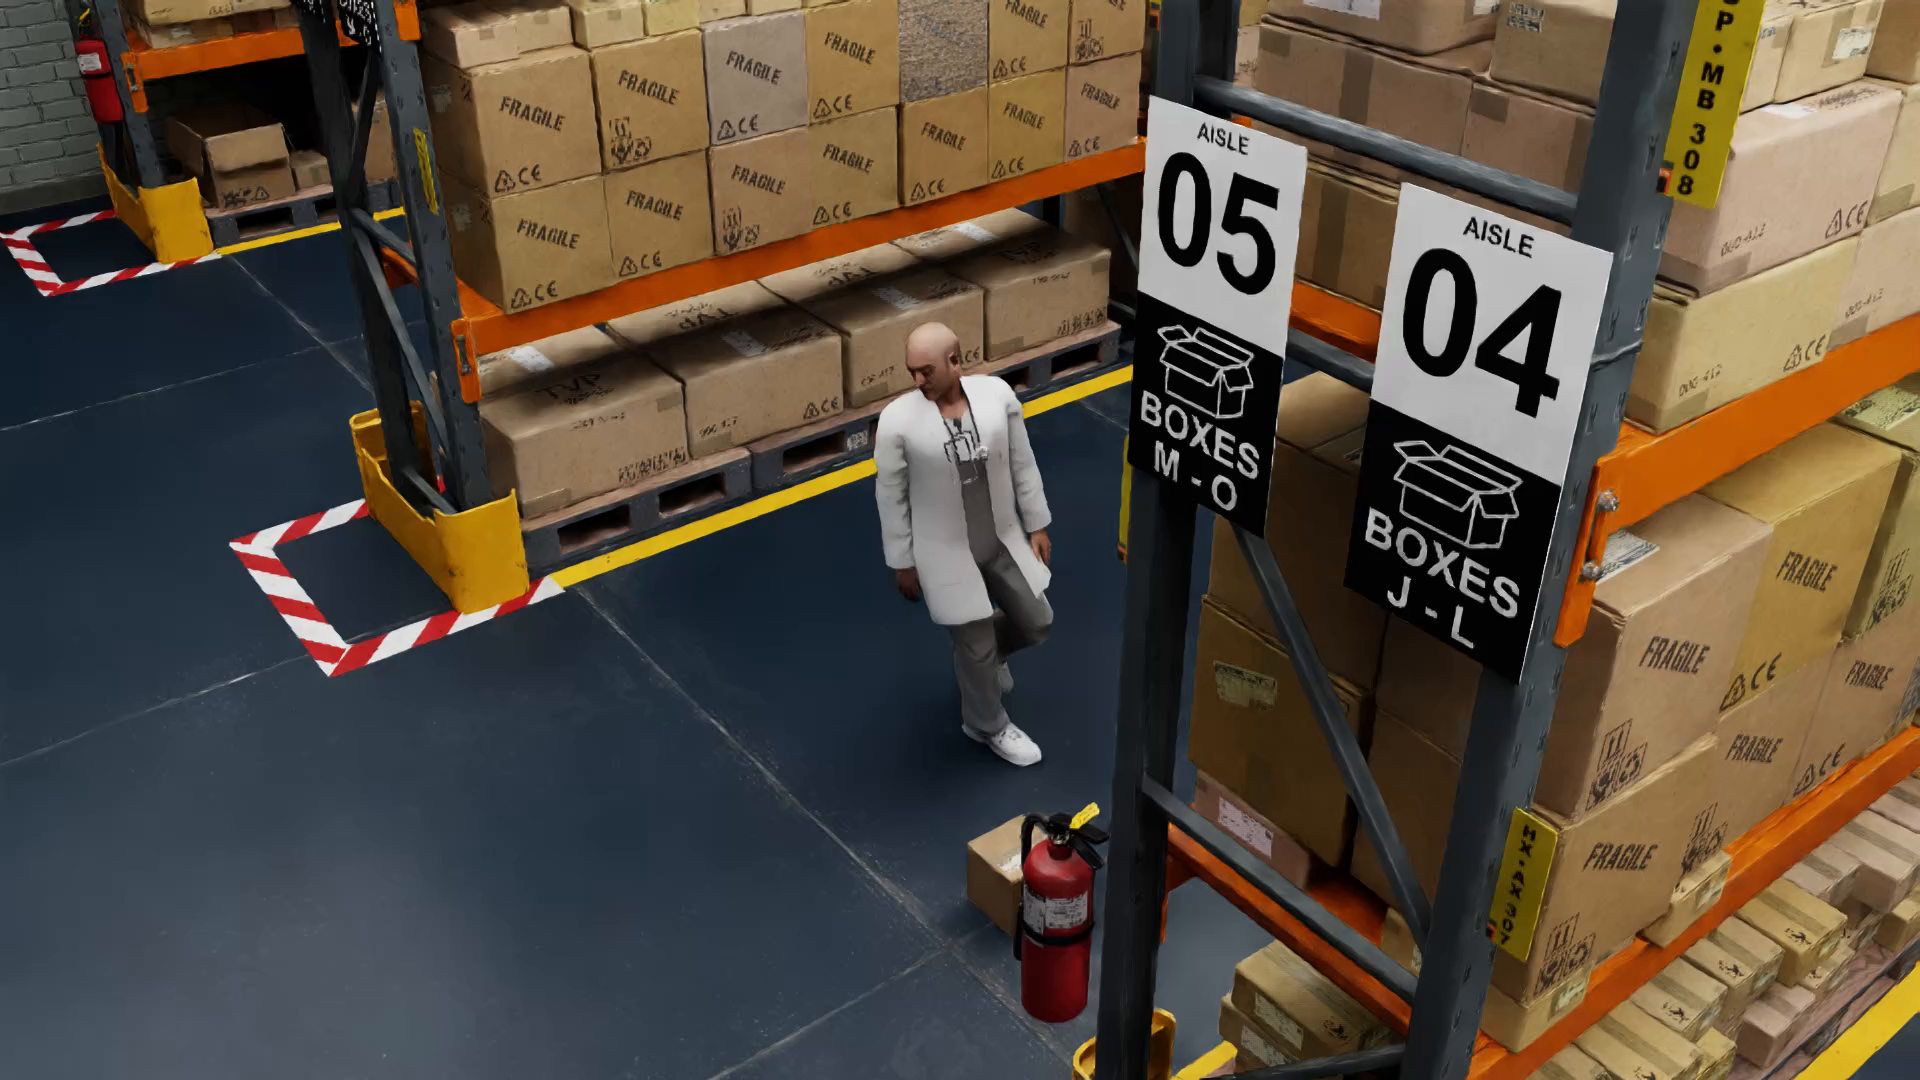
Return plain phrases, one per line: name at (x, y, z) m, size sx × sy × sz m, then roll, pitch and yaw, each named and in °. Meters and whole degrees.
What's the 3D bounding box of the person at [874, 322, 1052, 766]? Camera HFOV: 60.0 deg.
person at (8.407, 0.557, 5.284) m, size 14.178 × 1.756 × 10.683 m, roll -17°, pitch 35°, yaw -25°
